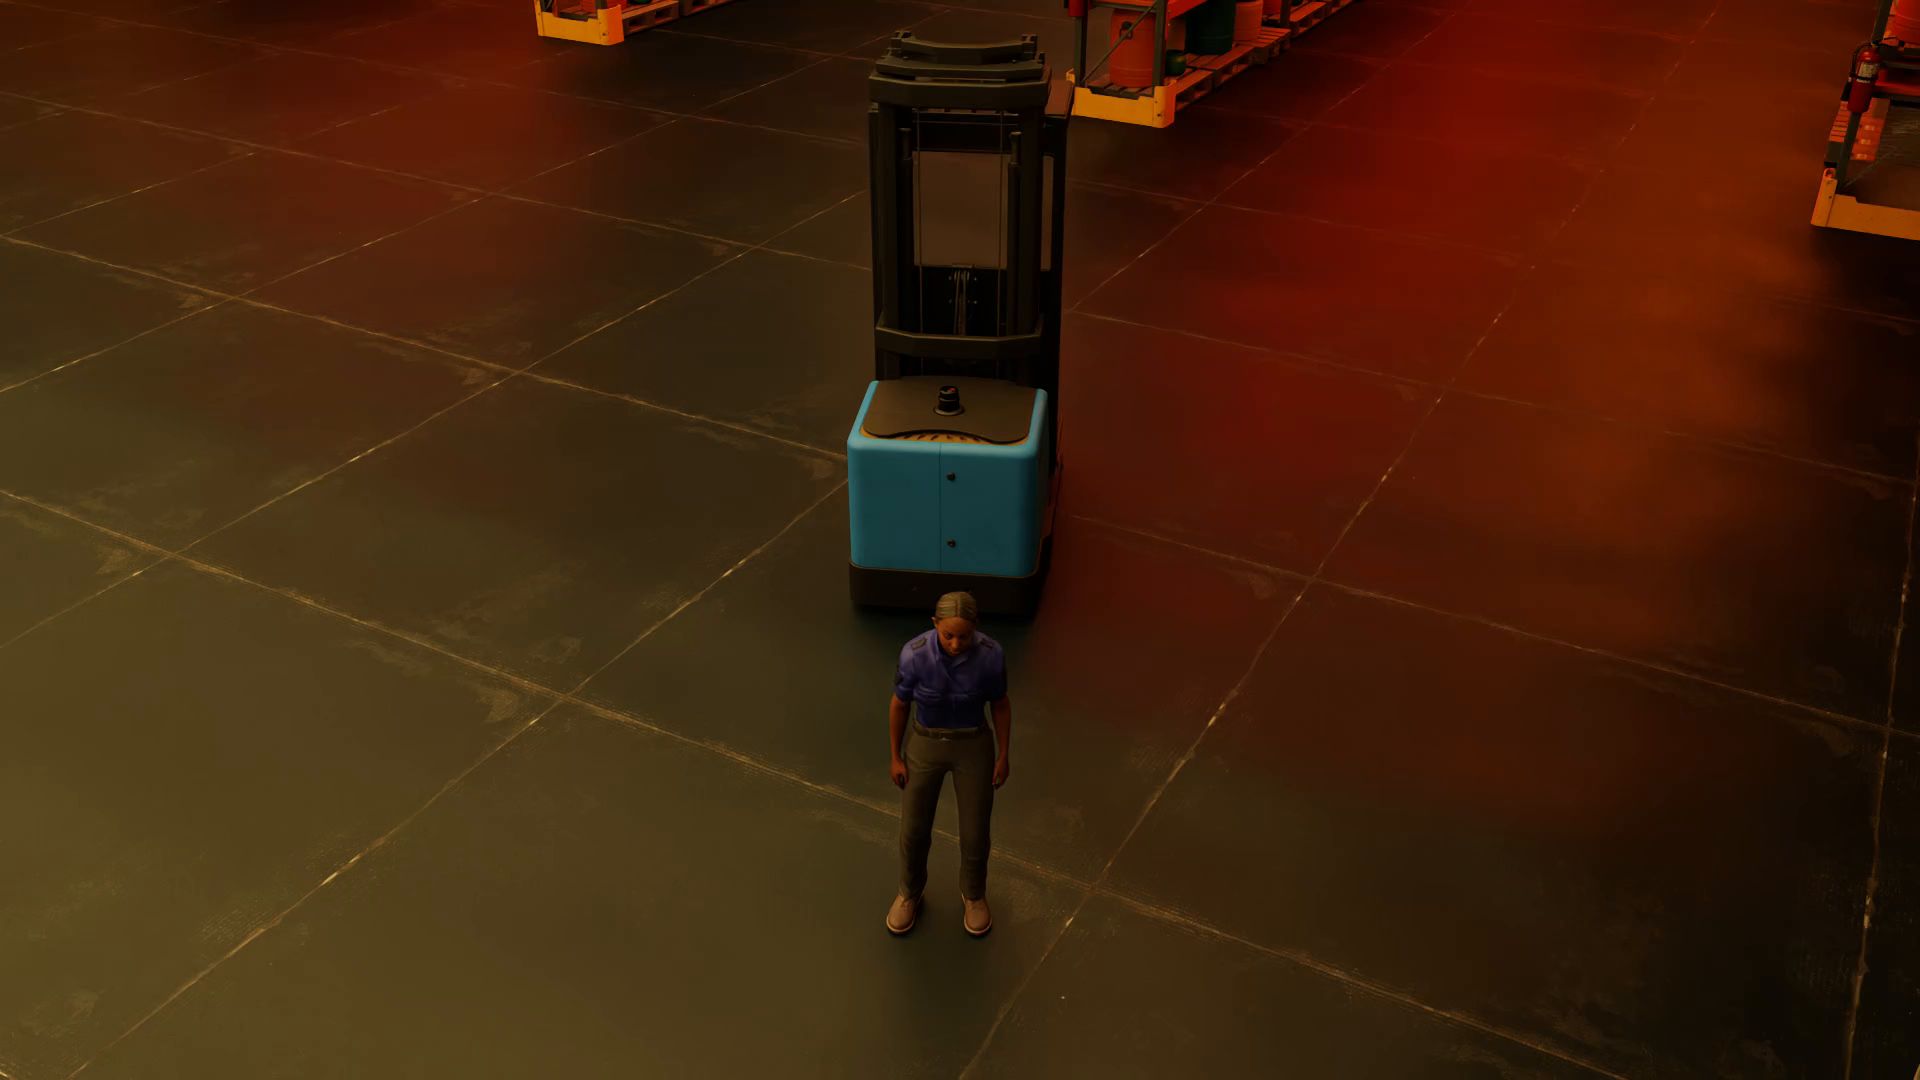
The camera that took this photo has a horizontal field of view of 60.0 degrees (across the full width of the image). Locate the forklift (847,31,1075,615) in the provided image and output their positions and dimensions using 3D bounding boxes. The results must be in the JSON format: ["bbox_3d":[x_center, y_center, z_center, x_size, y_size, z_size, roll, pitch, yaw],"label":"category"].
[{"bbox_3d":[0.072,-1.572,9.794,1.130,2.935,3.031,3,30,6],"label":"forklift"}]

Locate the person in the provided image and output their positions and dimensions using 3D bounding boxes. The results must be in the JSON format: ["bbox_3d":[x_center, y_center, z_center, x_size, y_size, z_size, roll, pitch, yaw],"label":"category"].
[{"bbox_3d":[-0.053,0.889,6.810,0.526,1.653,0.351,0,30,-1],"label":"person"}]
